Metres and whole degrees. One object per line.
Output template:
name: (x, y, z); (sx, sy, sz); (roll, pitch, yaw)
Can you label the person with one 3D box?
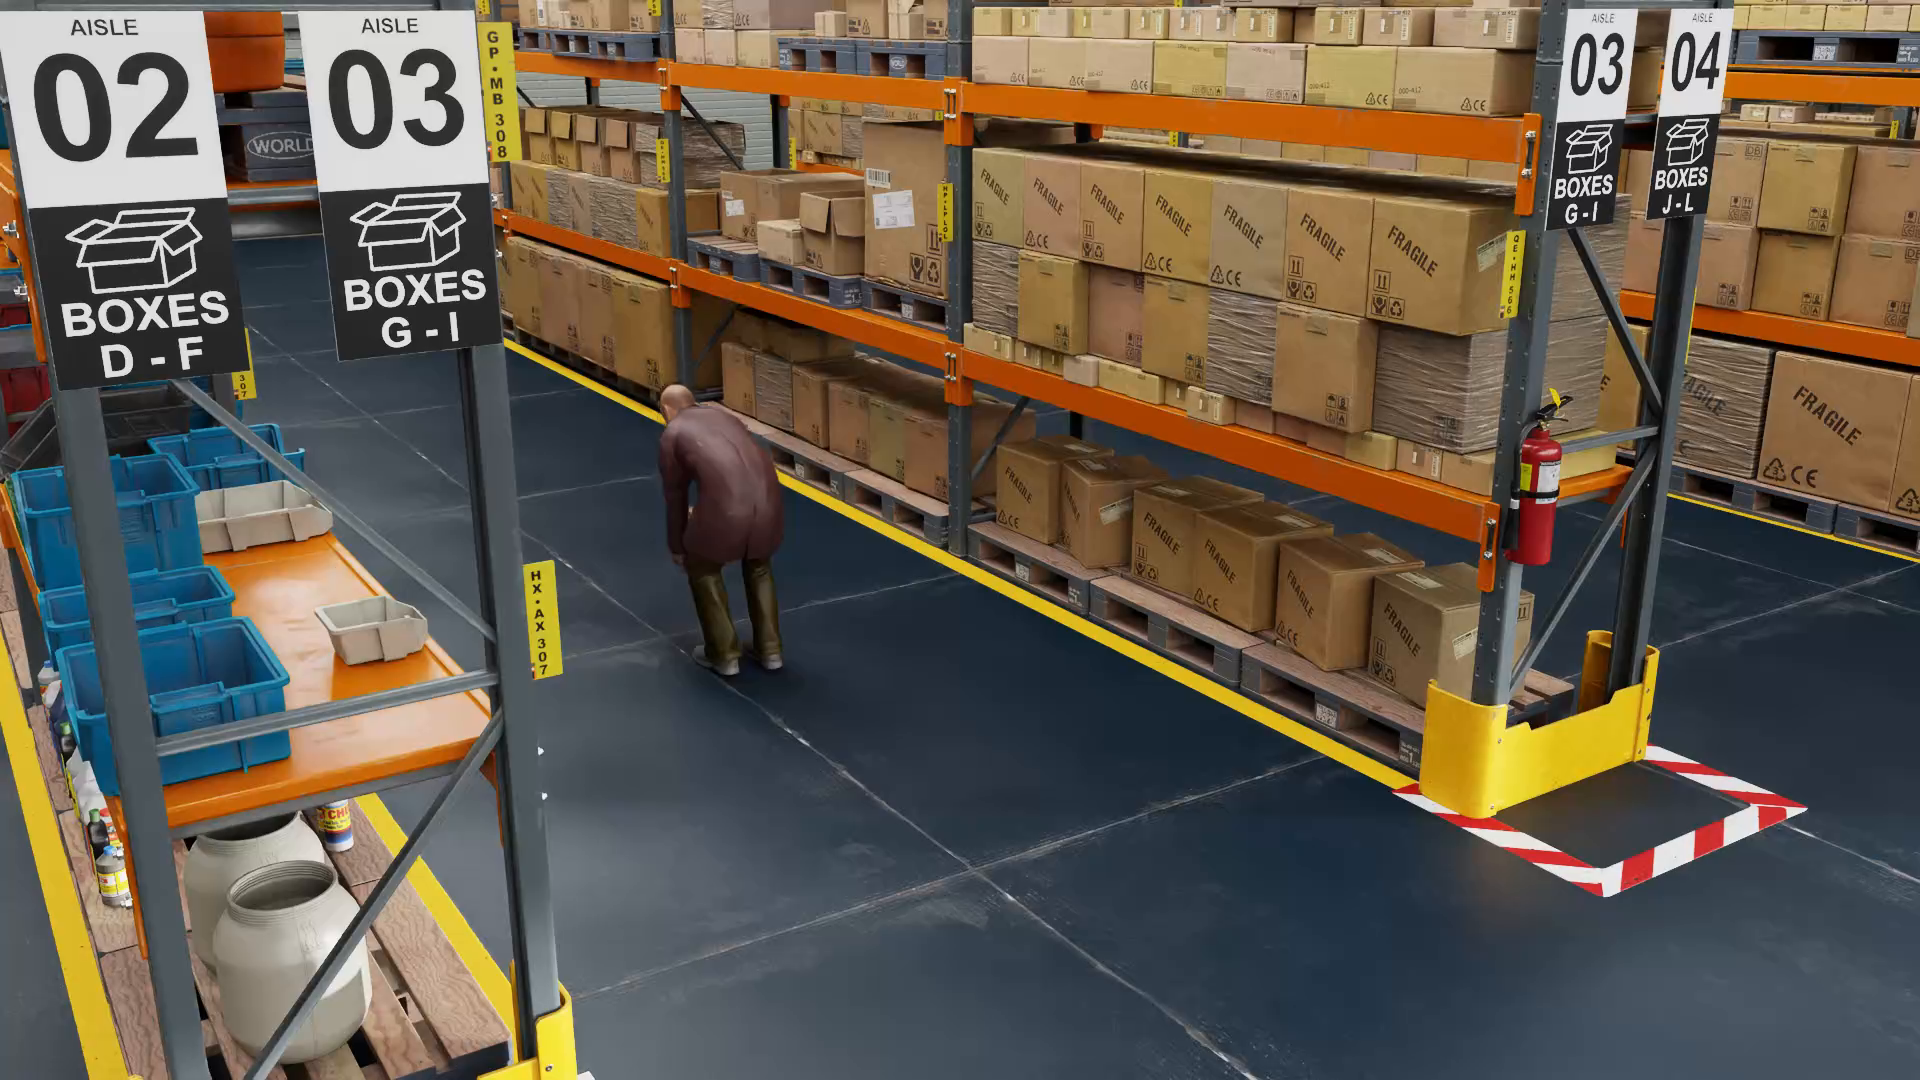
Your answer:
person: (-1.236, -0.061, 8.443); (0.547, 1.370, 0.891); (-12, 21, -33)
